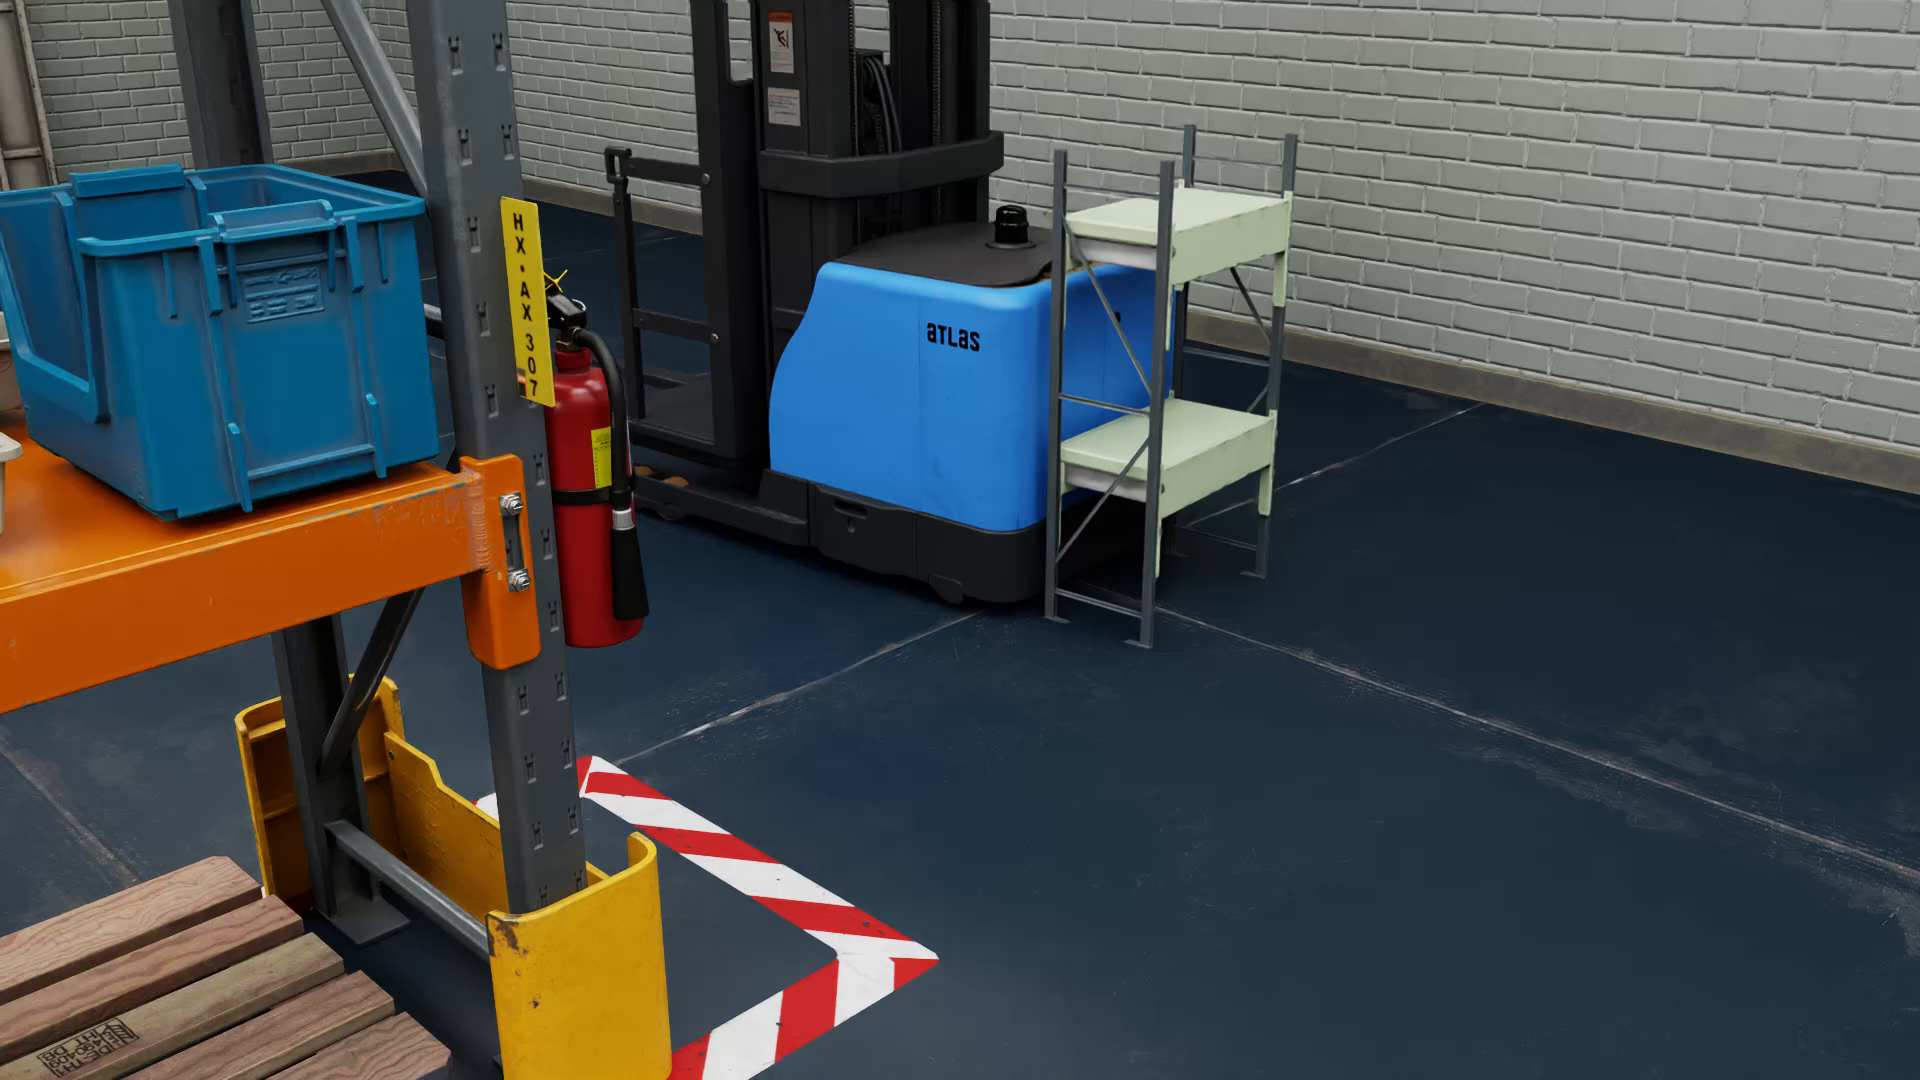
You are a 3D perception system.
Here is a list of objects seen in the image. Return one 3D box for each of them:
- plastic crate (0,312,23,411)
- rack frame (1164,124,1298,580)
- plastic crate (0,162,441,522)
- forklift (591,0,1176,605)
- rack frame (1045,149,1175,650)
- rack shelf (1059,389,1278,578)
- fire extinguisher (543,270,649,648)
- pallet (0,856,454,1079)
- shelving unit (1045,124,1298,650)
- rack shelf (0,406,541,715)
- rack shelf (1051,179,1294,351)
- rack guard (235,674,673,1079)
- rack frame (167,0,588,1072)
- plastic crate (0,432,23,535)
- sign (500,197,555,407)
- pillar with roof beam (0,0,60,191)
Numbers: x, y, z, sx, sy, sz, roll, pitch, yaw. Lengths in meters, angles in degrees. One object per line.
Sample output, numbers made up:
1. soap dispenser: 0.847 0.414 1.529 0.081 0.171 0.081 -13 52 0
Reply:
1. plastic crate: -1.784 -0.297 2.949 0.250 0.136 0.298 19 28 41
2. rack frame: 0.893 -0.609 5.570 0.400 1.500 0.023 16 26 35
3. plastic crate: -1.193 -0.346 2.661 0.616 0.435 0.499 19 28 41
4. forklift: -0.698 -1.570 6.075 3.031 2.935 1.130 16 26 36
5. rack frame: 0.439 -0.403 5.034 0.400 1.500 0.023 16 26 35
6. rack shelf: 0.666 -0.202 5.419 0.431 0.370 0.720 16 26 35
7. fire extinguisher: -0.662 -0.149 2.910 0.296 0.674 0.183 19 28 41
8. pallet: -1.696 1.069 2.998 1.003 0.211 1.213 19 28 41
9. shelving unit: 0.666 -0.506 5.302 0.431 1.500 0.755 16 26 35
10. rack shelf: -2.488 0.415 1.816 1.077 0.370 4.000 19 28 41
11. rack shelf: 0.666 -0.871 5.162 0.431 0.370 0.720 16 26 35
12. rack guard: -1.086 0.723 3.497 1.175 0.500 0.348 19 28 41
13. rack frame: -1.093 -0.434 3.024 1.000 3.000 0.127 19 28 41
14. plastic crate: -1.532 -0.084 2.397 0.396 0.136 0.243 19 28 41
15. sign: -0.688 -0.377 2.647 0.100 0.325 0.005 19 28 41
16. pillar with roof beam: -3.843 -5.547 7.964 9.100 9.000 0.400 19 28 41
